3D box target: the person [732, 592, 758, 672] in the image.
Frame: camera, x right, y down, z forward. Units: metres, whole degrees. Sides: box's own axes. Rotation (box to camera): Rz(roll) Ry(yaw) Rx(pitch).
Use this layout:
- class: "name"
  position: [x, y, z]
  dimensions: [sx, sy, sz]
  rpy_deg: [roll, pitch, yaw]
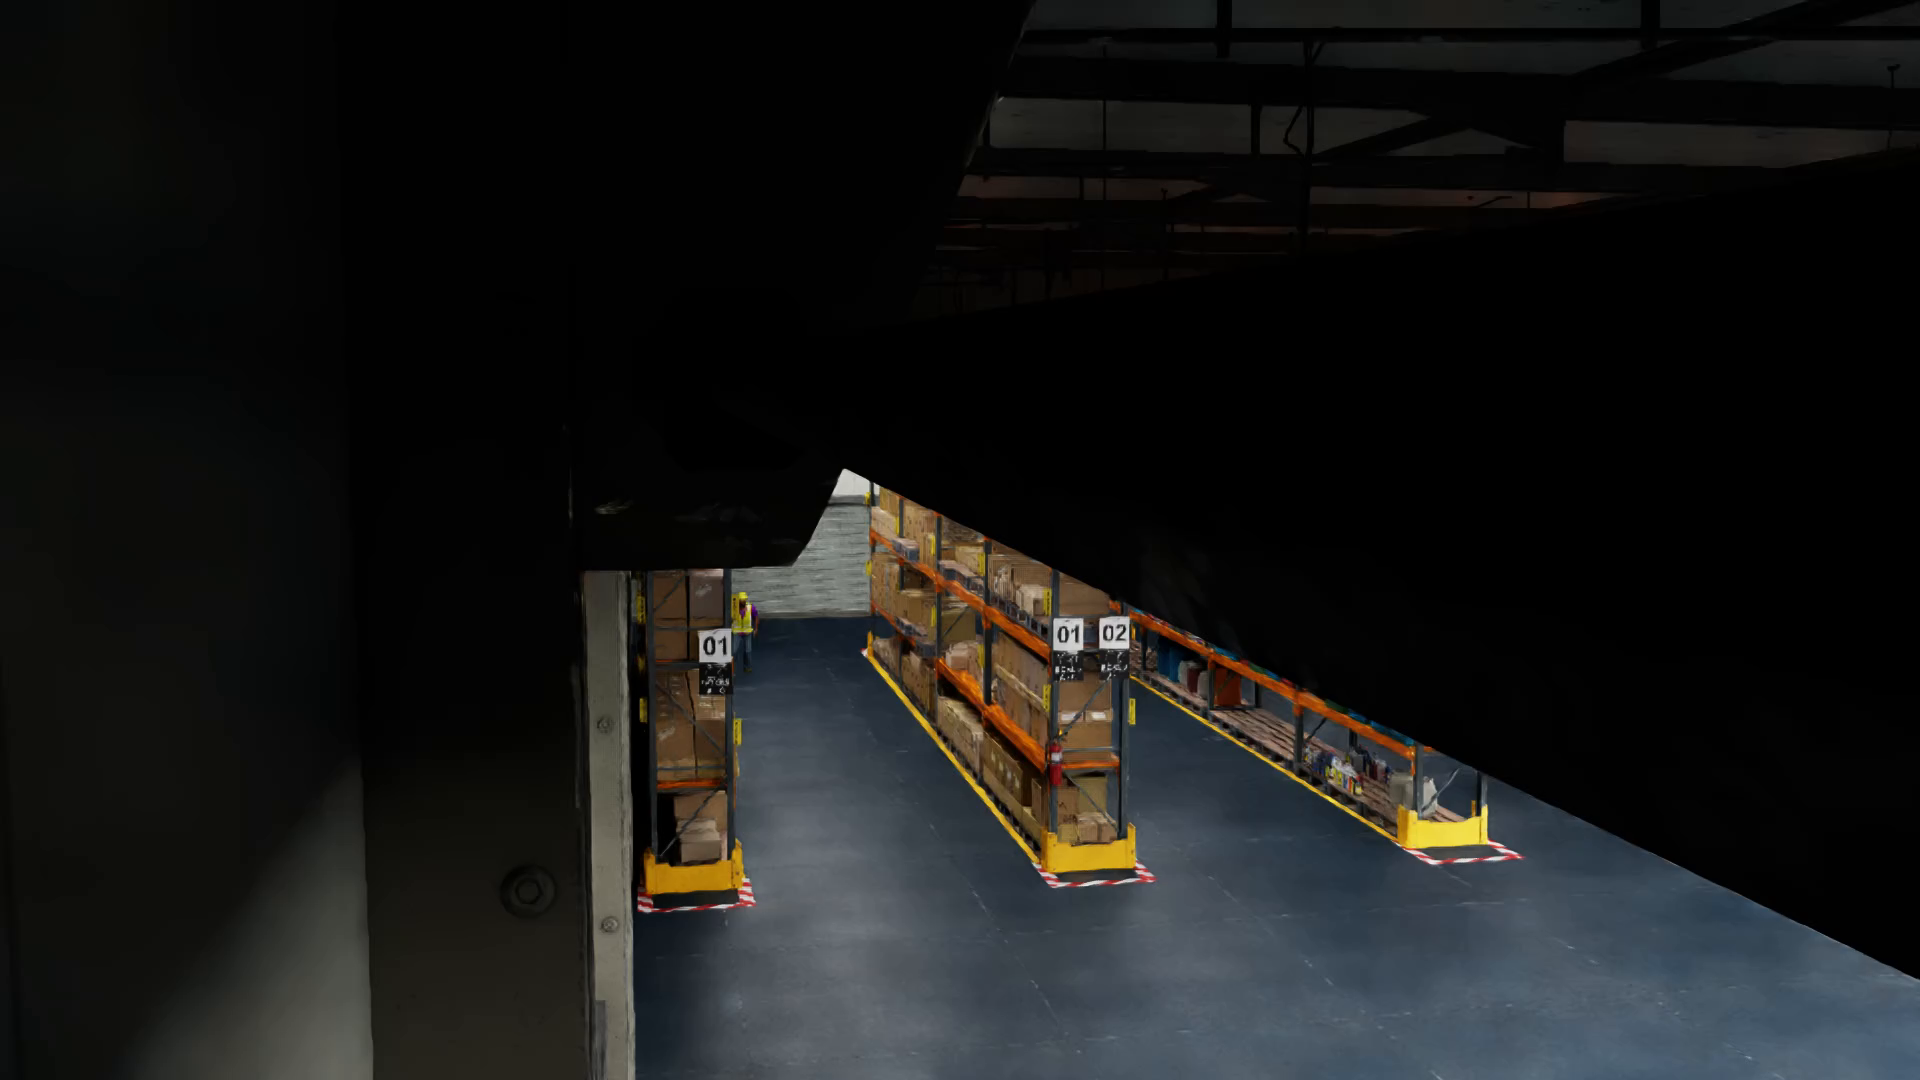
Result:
- class: "person"
  position: [-4.507, 1.903, 34.336]
  dimensions: [0.690, 1.713, 0.561]
  rpy_deg: [-1, 6, -13]
